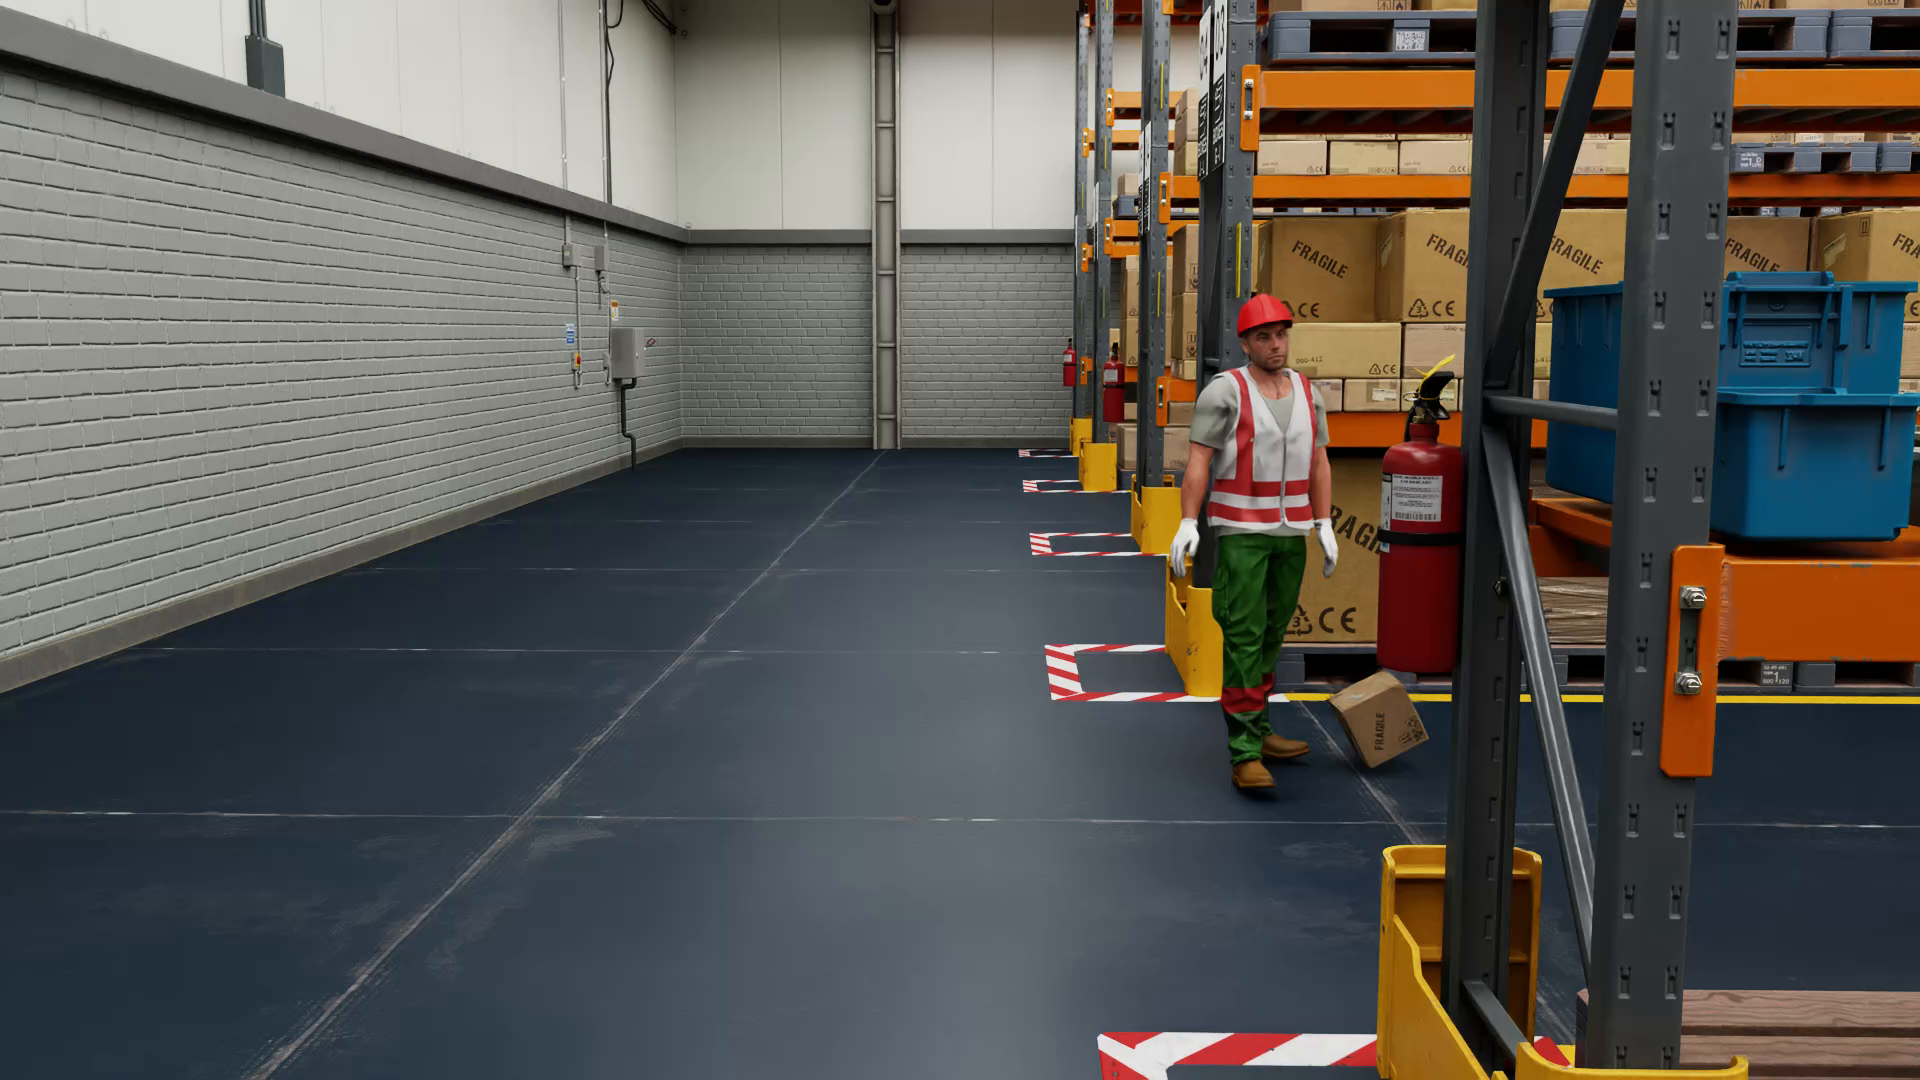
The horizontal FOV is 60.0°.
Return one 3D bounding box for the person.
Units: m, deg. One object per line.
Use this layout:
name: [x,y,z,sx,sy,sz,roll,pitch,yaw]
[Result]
person: [1.098,-0.003,6.110,0.699,1.789,0.634,-3,8,-24]
